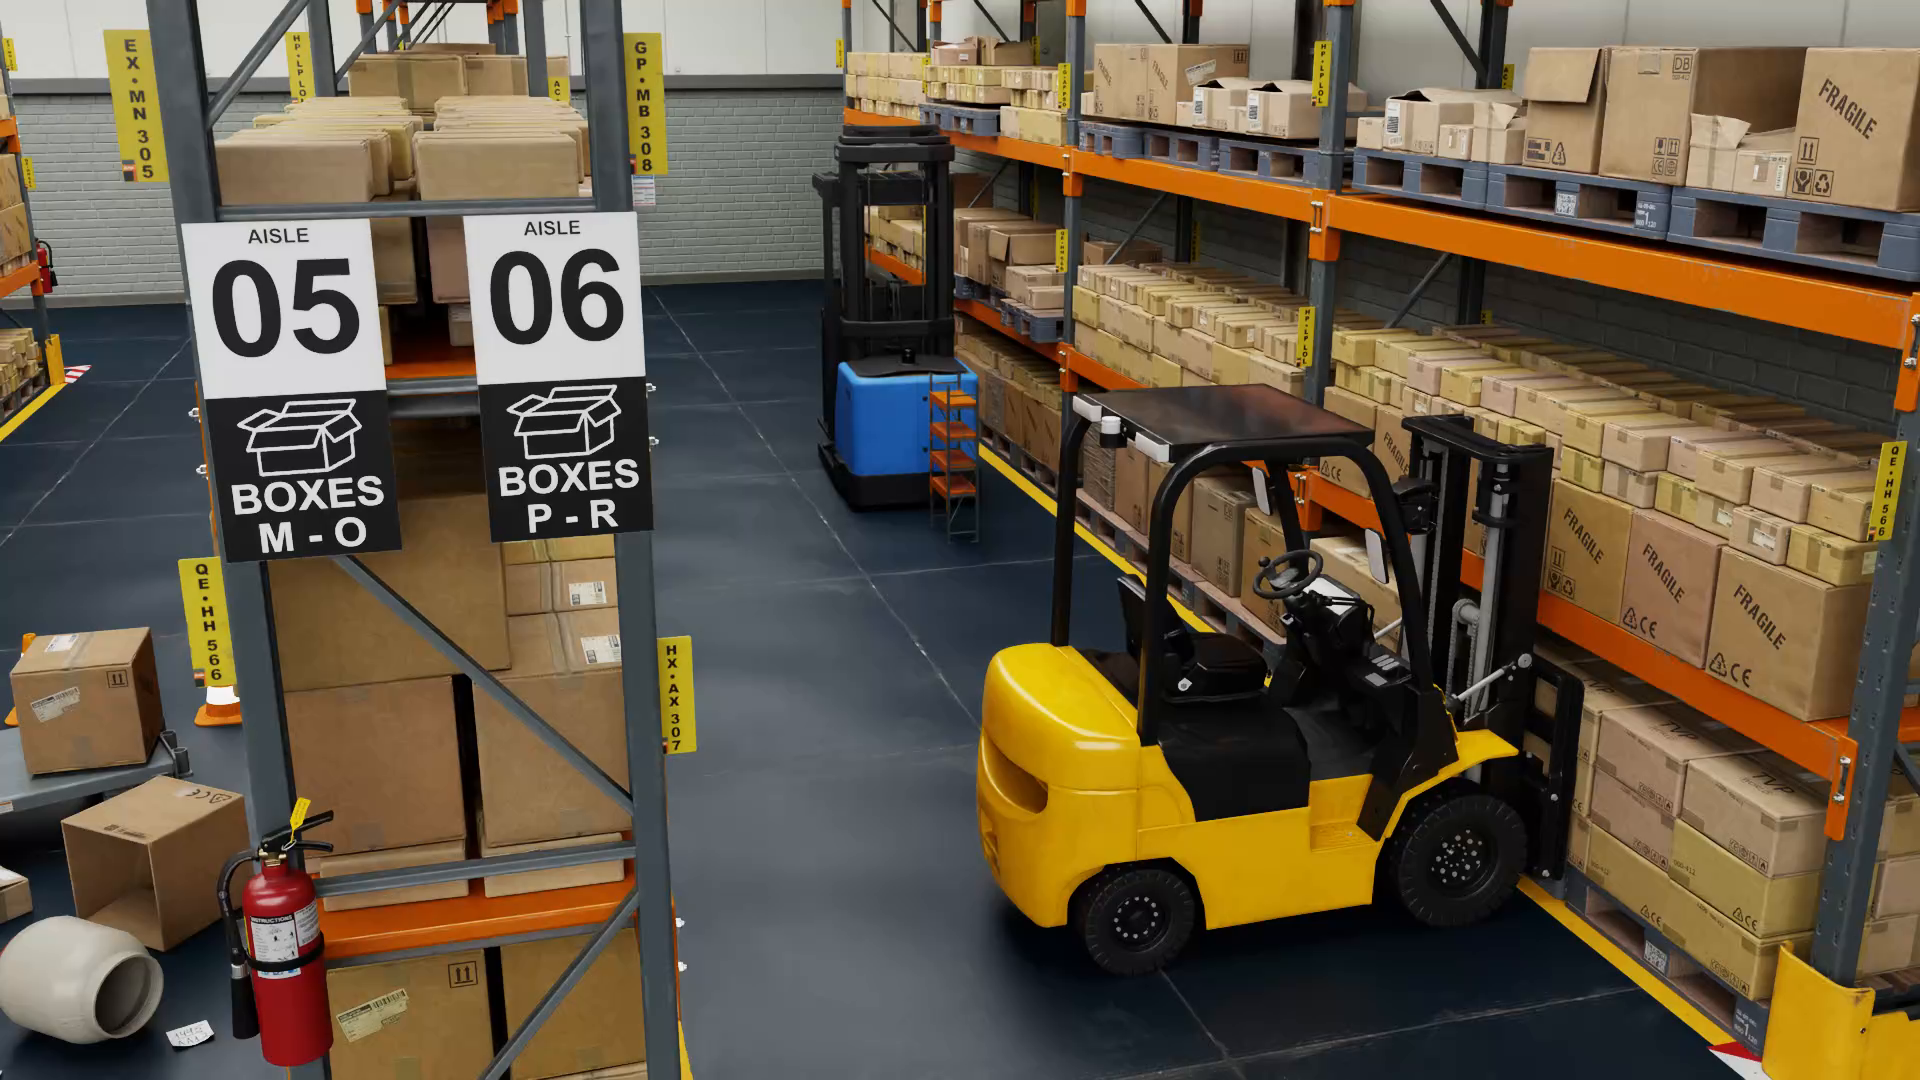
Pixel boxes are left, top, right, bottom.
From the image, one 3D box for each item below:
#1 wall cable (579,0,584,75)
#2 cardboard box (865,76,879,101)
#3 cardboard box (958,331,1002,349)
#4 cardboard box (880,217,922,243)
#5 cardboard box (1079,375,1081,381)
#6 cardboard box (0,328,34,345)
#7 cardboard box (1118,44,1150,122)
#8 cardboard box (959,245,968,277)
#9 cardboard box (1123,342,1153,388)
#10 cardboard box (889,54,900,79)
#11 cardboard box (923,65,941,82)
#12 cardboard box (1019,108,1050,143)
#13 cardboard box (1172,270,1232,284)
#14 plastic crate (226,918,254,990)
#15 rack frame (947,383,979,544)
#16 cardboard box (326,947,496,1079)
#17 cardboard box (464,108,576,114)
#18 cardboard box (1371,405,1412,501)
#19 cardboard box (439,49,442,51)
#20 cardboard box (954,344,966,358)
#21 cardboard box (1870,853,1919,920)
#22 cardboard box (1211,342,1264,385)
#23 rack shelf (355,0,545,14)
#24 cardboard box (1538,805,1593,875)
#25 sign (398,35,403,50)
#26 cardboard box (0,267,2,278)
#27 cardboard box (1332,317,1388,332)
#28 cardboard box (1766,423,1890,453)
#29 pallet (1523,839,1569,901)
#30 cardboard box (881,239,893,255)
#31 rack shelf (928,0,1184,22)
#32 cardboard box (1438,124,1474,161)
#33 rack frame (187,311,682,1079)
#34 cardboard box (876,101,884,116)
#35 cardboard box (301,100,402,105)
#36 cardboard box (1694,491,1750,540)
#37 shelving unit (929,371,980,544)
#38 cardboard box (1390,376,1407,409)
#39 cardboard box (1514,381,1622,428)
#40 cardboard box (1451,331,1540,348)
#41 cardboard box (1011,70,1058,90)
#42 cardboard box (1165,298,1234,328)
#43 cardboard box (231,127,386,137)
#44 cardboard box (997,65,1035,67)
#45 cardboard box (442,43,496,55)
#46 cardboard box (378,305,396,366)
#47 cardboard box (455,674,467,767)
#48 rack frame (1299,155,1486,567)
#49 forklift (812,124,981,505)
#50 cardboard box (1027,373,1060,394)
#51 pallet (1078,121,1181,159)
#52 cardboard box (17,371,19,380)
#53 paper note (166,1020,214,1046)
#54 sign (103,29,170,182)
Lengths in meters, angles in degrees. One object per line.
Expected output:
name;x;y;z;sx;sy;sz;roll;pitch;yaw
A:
wall cable;-4.090;-8.269;24.274;2.988;3.039;0.133;-5;17;-15
cardboard box;-0.750;-5.033;18.524;0.500;0.250;0.500;-5;17;-17
cardboard box;0.195;-1.970;16.282;0.380;0.149;0.250;-5;17;-17
cardboard box;-0.589;-3.457;18.490;0.500;0.250;0.500;-5;17;-17
cardboard box;1.161;-1.512;14.758;0.380;0.149;0.250;-5;17;-16
cardboard box;-10.011;-2.134;17.532;0.380;0.149;0.250;-4;17;-15
cardboard box;1.501;-3.121;11.338;0.700;0.500;0.500;-5;17;-16
cardboard box;0.215;-2.568;15.290;0.396;0.266;0.258;-4;17;-13
cardboard box;1.470;-1.244;11.640;0.500;0.250;0.500;-5;18;-17
cardboard box;-0.447;-4.993;17.522;0.500;0.250;0.500;-4;17;-14
cardboard box;-0.137;-4.436;15.808;0.380;0.149;0.250;-4;17;-14
cardboard box;0.788;-3.366;13.490;0.500;0.250;0.500;-5;17;-15
cardboard box;1.777;-1.884;12.208;0.380;0.149;0.250;-5;17;-15
plastic crate;-2.728;1.658;6.793;0.402;0.080;0.583;-12;20;-34
rack frame;0.022;-0.553;12.207;0.240;1.200;0.015;-5;17;-15
cardboard box;-1.742;1.423;5.248;0.500;0.500;0.500;-5;17;-15
cardboard box;-1.556;-1.446;5.888;0.380;0.149;0.250;-4;17;-15
cardboard box;2.431;-0.395;8.378;0.500;0.500;0.500;-4;17;-14
cardboard box;-4.606;-3.871;14.007;0.500;0.500;0.500;-5;17;-16
cardboard box;0.119;-1.698;16.506;0.500;0.500;0.500;-4;17;-13
cardboard box;3.570;1.203;6.412;0.500;0.250;0.500;-4;17;-14
cardboard box;1.872;-1.058;10.151;0.500;0.250;0.500;-5;17;-17
rack shelf;-2.920;-3.130;9.175;1.077;0.370;4.000;-5;17;-15
cardboard box;2.811;1.207;7.269;0.500;0.250;0.500;-5;17;-15
sign;-6.204;-5.410;18.376;0.100;0.325;0.005;-5;17;-15
cardboard box;-9.787;-2.667;16.554;0.380;0.149;0.250;-6;18;-18
cardboard box;2.419;-1.253;10.108;0.380;0.149;0.250;-5;17;-15
cardboard box;3.434;-0.354;6.597;0.380;0.149;0.250;-5;17;-15
pallet;2.918;1.264;7.877;1.003;0.211;1.213;-5;17;-15
cardboard box;-0.672;-3.288;18.620;0.380;0.149;0.250;-4;17;-14
rack shelf;0.752;-4.630;14.168;1.077;0.370;4.000;-5;17;-15
cardboard box;2.443;-1.837;7.674;0.380;0.149;0.250;-4;17;-14
rack frame;-1.272;0.867;4.351;1.000;3.000;0.127;-5;17;-15
cardboard box;-0.705;-4.730;18.208;0.380;0.149;0.250;-5;17;-15
cardboard box;-2.435;-1.681;6.671;0.380;0.149;0.250;-5;18;-17
cardboard box;3.024;-0.104;6.282;0.380;0.149;0.250;-4;17;-14
shelving unit;-0.046;-0.620;12.432;0.258;1.200;0.503;-5;17;-15
cardboard box;2.406;-0.741;8.404;0.380;0.149;0.250;-5;17;-15
cardboard box;2.719;-0.605;7.432;0.380;0.149;0.250;-5;17;-15
cardboard box;2.808;-0.997;8.738;0.380;0.149;0.250;-5;17;-17
cardboard box;0.638;-3.798;13.720;0.380;0.149;0.250;-5;17;-16
cardboard box;1.566;-1.487;10.886;0.380;0.149;0.250;-5;17;-17
cardboard box;-1.770;-1.045;4.553;0.380;0.149;0.250;-5;17;-16
cardboard box;0.566;-4.342;15.494;0.380;0.149;0.250;-5;17;-16
cardboard box;-4.529;-4.365;15.478;0.500;0.500;0.500;-4;17;-14
cardboard box;-1.639;-0.526;4.211;0.380;0.149;0.250;-5;17;-15
cardboard box;-1.819;0.410;5.184;0.500;0.500;0.500;-5;17;-15
rack frame;2.401;-0.633;9.345;1.000;3.000;0.127;-5;17;-15
forklift;-0.645;-2.059;14.213;1.130;2.935;3.031;-4;17;-12
cardboard box;0.787;-1.320;14.119;0.380;0.149;0.250;-5;18;-17
pallet;1.574;-2.905;12.022;1.213;0.211;1.003;-4;17;-13
cardboard box;-9.817;-1.636;16.909;0.380;0.149;0.250;-5;17;-15
paper note;-2.888;1.850;6.239;0.142;0.019;0.148;-12;20;-34
sign;-1.811;-0.955;3.665;0.100;0.325;0.005;-5;17;-15
